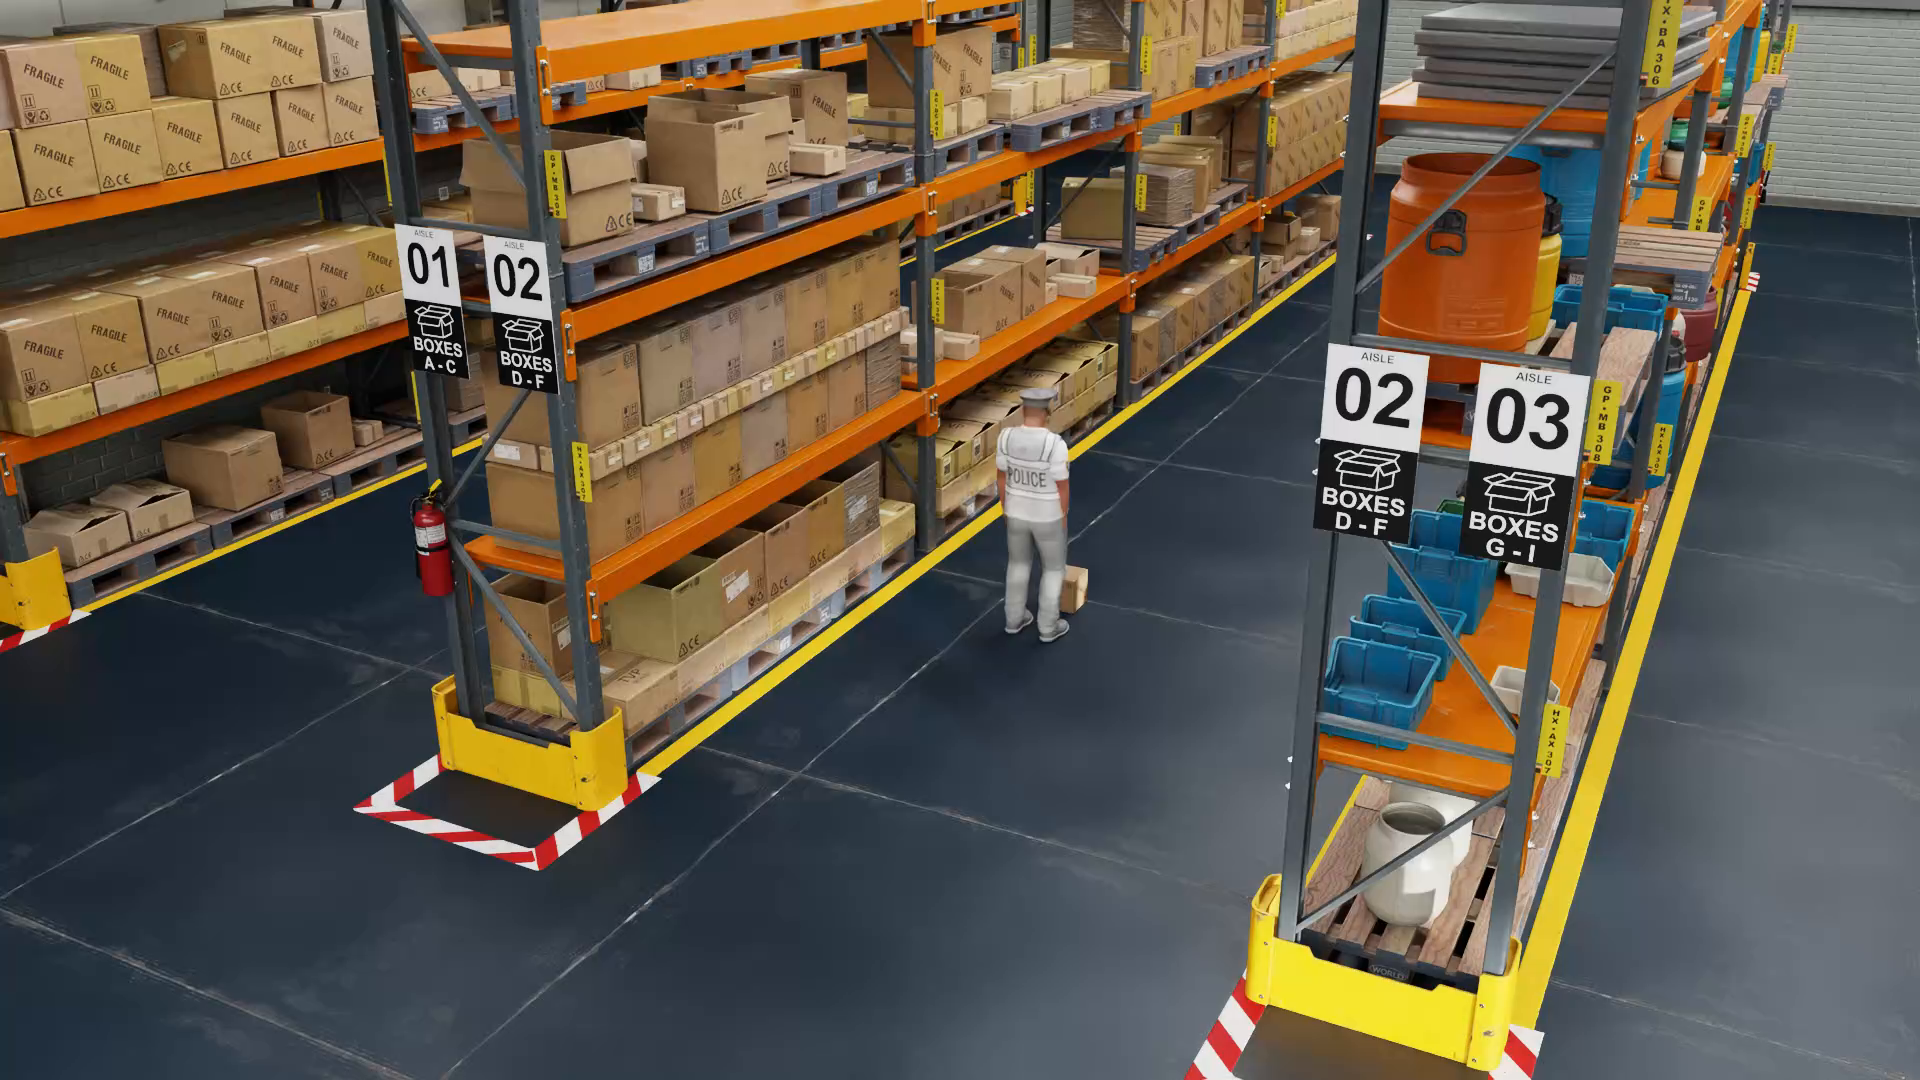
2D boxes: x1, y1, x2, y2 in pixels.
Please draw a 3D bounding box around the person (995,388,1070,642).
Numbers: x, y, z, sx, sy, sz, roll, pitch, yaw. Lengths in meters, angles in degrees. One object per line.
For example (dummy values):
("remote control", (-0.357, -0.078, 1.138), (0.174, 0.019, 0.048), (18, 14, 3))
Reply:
("person", (0.496, -0.172, 11.182), (0.531, 1.738, 0.391), (12, 25, 26))
